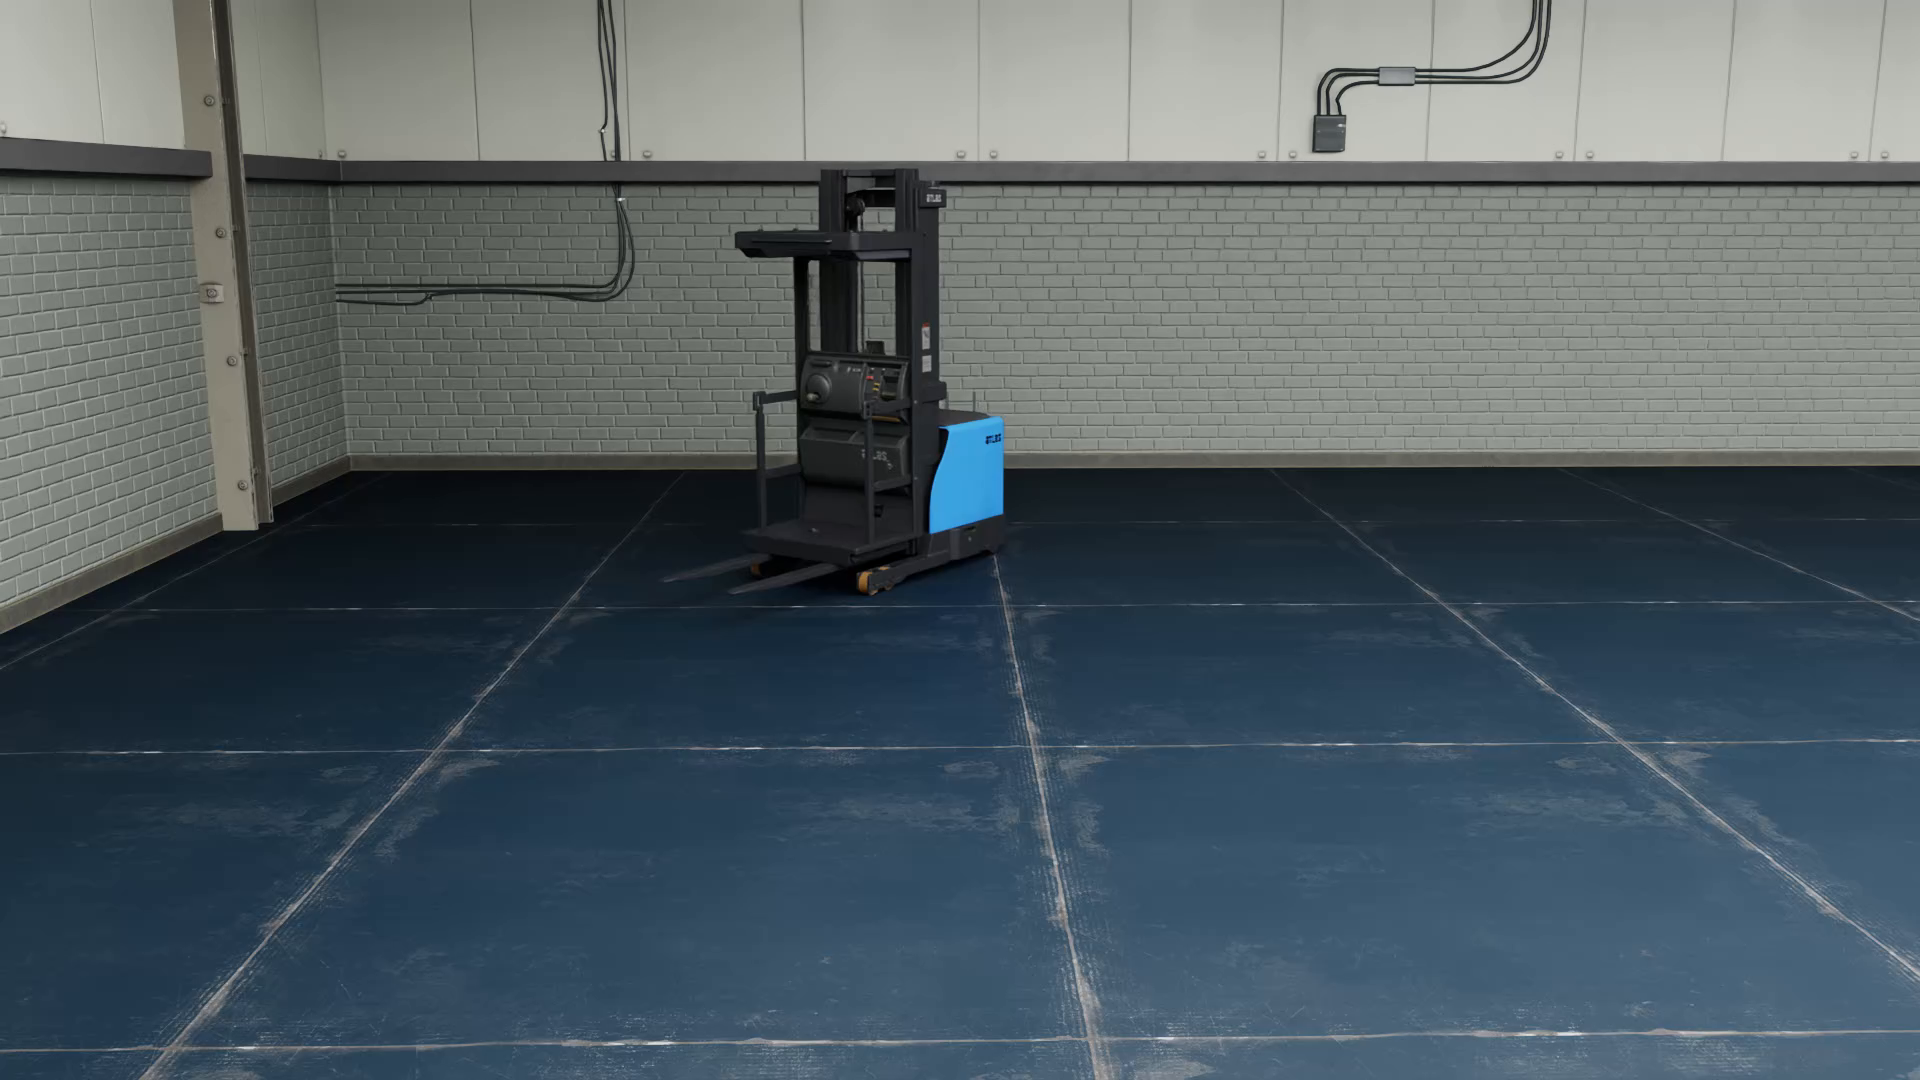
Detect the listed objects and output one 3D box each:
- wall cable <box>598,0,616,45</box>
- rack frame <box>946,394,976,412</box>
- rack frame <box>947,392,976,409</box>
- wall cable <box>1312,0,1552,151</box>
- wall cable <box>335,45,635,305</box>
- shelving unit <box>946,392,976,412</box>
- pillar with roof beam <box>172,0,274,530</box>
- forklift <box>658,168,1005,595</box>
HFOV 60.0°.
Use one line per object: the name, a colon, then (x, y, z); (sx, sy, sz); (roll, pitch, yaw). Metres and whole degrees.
wall cable: (-2.105, -6.087, 16.038); (3.097, 2.526, 0.112); (0, 11, -1)
rack frame: (0.007, -0.574, 13.372); (0.240, 1.200, 0.006); (0, 11, 0)
rack frame: (0.008, -0.611, 13.551); (0.240, 1.200, 0.006); (0, 11, 0)
wall cable: (4.682, -6.825, 16.015); (2.305, 6.003, 0.169); (0, 11, -1)
wall cable: (-4.810, -3.601, 16.486); (3.097, 2.526, 0.112); (0, 11, -1)
shelving unit: (0.007, -0.593, 13.462); (0.258, 1.200, 0.189); (0, 11, 0)
pillar with roof beam: (-1.767, -4.549, 13.351); (9.100, 9.000, 0.400); (0, 11, -1)
forklift: (-0.890, -1.159, 11.899); (1.130, 2.935, 3.031); (8, 14, 34)
